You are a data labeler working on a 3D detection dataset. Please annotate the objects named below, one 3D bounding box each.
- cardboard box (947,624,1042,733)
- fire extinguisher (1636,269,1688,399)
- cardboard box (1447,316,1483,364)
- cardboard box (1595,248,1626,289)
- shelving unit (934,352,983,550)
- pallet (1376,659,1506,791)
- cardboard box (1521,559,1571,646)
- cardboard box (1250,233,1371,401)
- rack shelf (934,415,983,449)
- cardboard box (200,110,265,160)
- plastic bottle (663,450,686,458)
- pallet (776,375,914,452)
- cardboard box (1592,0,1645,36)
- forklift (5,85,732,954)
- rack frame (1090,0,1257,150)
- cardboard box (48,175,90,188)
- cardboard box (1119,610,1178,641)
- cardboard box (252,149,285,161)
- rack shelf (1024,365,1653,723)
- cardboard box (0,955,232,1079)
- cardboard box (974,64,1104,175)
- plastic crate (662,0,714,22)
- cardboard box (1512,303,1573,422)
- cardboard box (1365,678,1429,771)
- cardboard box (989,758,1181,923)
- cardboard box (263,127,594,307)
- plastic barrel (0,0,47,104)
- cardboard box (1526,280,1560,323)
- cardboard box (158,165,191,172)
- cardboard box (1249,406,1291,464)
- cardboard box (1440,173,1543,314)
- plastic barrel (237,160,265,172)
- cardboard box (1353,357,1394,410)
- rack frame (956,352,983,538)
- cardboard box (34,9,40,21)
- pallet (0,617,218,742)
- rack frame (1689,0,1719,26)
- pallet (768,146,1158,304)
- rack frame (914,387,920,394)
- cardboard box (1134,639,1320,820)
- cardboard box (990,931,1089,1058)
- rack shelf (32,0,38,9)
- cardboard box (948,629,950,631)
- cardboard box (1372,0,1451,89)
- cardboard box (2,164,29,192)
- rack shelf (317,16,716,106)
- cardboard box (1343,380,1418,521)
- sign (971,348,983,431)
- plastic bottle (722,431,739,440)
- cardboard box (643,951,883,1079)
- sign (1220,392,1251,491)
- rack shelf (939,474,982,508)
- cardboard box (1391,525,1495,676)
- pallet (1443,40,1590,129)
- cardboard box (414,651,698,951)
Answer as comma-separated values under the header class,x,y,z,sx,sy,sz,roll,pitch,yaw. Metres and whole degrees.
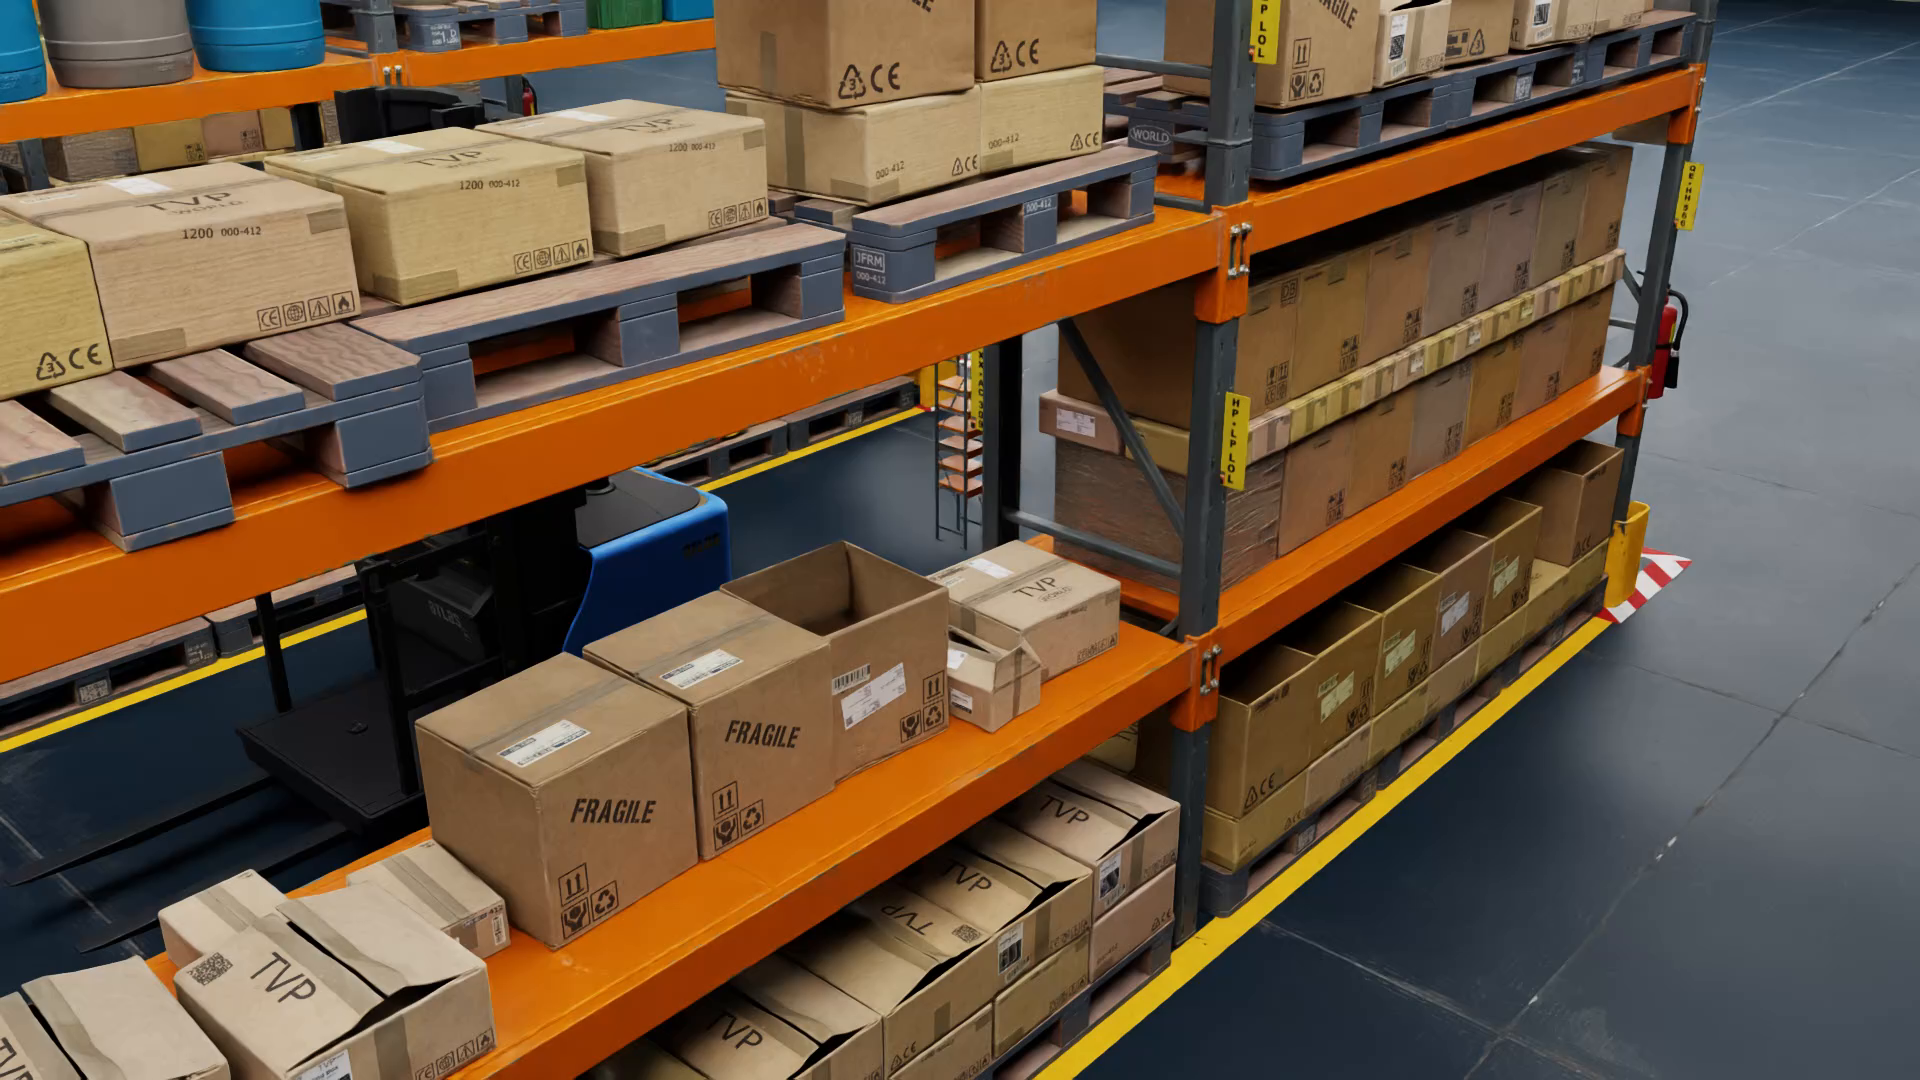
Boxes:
class,x,y,z,sx,sy,sz,roll,pitch,yaw
cardboard box,0.044,0.401,5.353,0.396,0.266,0.258,19,31,36
fire extinguisher,3.589,-1.071,8.566,0.296,0.674,0.183,20,31,38
cardboard box,2.017,-0.897,7.169,0.380,0.149,0.250,20,31,37
cardboard box,3.051,-1.370,8.224,0.380,0.149,0.250,20,31,37
shelving unit,0.010,-0.552,9.514,0.258,1.200,0.189,20,31,38
pallet,1.870,0.690,7.953,1.003,0.211,1.213,20,31,38
cardboard box,2.701,0.266,8.338,0.500,0.250,0.500,20,31,38
cardboard box,1.122,-0.907,6.398,0.700,0.500,0.500,20,31,37
rack shelf,0.010,-0.621,9.483,0.258,0.103,0.180,20,31,38
cardboard box,-5.916,-3.308,12.976,0.875,0.500,0.500,20,31,38
plastic bottle,-1.811,-0.700,10.345,0.144,0.351,0.185,22,32,40
pallet,-1.084,-0.996,11.713,1.003,0.211,1.213,20,31,38
cardboard box,2.592,-2.330,7.112,0.500,0.250,0.500,20,31,38
forklift,-2.388,-0.218,6.655,1.130,2.935,3.031,20,31,37
rack frame,0.494,-2.715,4.807,1.000,3.000,0.127,20,31,38
cardboard box,-6.513,-2.553,12.084,0.380,0.149,0.250,20,31,38
cardboard box,0.983,0.393,7.139,0.500,0.500,0.500,20,31,38
cardboard box,-5.522,-3.014,13.112,0.380,0.149,0.250,20,31,38
rack shelf,1.829,-0.259,7.541,1.077,0.370,4.000,20,31,38
cardboard box,-1.900,1.182,3.555,0.500,0.311,0.500,-22,32,-40
cardboard box,0.076,-1.285,4.953,0.500,0.250,0.500,-20,31,-38
plastic crate,-1.571,-3.249,9.682,0.392,0.384,0.575,20,31,38
cardboard box,2.496,-0.942,8.063,0.700,0.500,0.500,21,32,39
cardboard box,1.704,0.725,7.315,0.500,0.250,0.500,20,31,38
cardboard box,0.437,1.031,5.947,0.500,0.311,0.500,20,31,38
cardboard box,-1.188,-0.741,3.739,0.500,0.250,0.500,19,31,37
plastic barrel,-4.243,-2.316,6.971,0.600,0.901,0.708,20,31,38
cardboard box,2.537,-1.136,7.702,0.380,0.149,0.250,21,31,38
cardboard box,-6.031,-2.788,12.609,0.380,0.149,0.250,20,31,38
cardboard box,0.985,-0.425,6.117,0.380,0.149,0.250,21,31,38
cardboard box,2.125,-1.364,7.418,0.700,0.500,0.500,20,31,38
plastic barrel,-3.676,-1.525,8.873,0.600,0.901,0.708,20,31,38
cardboard box,1.499,-0.660,6.641,0.380,0.149,0.250,19,30,36
rack frame,0.071,-0.580,9.577,0.240,1.200,0.006,20,31,38
cardboard box,-9.144,-5.223,16.230,0.875,0.550,0.500,20,31,38
pallet,-4.502,0.564,8.234,1.003,0.211,1.213,20,31,38
rack frame,3.164,-3.934,7.525,1.000,3.000,0.127,20,31,38
pallet,-0.085,-0.987,4.853,0.805,0.209,1.217,19,30,36
rack frame,-0.523,-2.550,11.772,1.000,3.000,0.127,20,31,38
cardboard box,1.037,0.687,6.482,0.500,0.500,0.500,20,31,38
cardboard box,0.094,1.444,5.710,0.500,0.250,0.500,20,31,37
rack shelf,-5.546,-4.334,12.963,1.077,0.370,4.000,20,31,38
cardboard box,-0.250,0.351,5.608,0.380,0.149,0.250,20,31,38
cardboard box,1.387,-1.808,5.873,0.500,0.311,0.500,18,30,35
cardboard box,-6.956,-2.715,12.447,0.380,0.149,0.250,20,31,38
rack shelf,-1.857,-2.981,9.946,1.077,0.370,4.000,20,31,38
cardboard box,1.470,-0.475,7.020,0.700,0.500,0.500,21,31,38
sign,0.080,-0.560,6.178,0.100,0.325,0.005,20,31,38
plastic bottle,-1.486,-0.792,10.632,0.061,0.283,0.133,21,32,39
cardboard box,-0.578,1.495,4.912,0.500,0.311,0.500,20,31,37
sign,0.905,-0.325,5.490,0.100,0.325,0.005,20,31,38
rack shelf,0.010,-0.292,9.631,0.258,0.103,0.180,20,31,38
cardboard box,2.036,0.229,7.503,0.500,0.500,0.500,20,31,38
pallet,1.858,-1.943,6.860,1.003,0.211,1.213,20,31,38
cardboard box,-1.068,0.679,4.446,0.500,0.500,0.500,18,30,35
